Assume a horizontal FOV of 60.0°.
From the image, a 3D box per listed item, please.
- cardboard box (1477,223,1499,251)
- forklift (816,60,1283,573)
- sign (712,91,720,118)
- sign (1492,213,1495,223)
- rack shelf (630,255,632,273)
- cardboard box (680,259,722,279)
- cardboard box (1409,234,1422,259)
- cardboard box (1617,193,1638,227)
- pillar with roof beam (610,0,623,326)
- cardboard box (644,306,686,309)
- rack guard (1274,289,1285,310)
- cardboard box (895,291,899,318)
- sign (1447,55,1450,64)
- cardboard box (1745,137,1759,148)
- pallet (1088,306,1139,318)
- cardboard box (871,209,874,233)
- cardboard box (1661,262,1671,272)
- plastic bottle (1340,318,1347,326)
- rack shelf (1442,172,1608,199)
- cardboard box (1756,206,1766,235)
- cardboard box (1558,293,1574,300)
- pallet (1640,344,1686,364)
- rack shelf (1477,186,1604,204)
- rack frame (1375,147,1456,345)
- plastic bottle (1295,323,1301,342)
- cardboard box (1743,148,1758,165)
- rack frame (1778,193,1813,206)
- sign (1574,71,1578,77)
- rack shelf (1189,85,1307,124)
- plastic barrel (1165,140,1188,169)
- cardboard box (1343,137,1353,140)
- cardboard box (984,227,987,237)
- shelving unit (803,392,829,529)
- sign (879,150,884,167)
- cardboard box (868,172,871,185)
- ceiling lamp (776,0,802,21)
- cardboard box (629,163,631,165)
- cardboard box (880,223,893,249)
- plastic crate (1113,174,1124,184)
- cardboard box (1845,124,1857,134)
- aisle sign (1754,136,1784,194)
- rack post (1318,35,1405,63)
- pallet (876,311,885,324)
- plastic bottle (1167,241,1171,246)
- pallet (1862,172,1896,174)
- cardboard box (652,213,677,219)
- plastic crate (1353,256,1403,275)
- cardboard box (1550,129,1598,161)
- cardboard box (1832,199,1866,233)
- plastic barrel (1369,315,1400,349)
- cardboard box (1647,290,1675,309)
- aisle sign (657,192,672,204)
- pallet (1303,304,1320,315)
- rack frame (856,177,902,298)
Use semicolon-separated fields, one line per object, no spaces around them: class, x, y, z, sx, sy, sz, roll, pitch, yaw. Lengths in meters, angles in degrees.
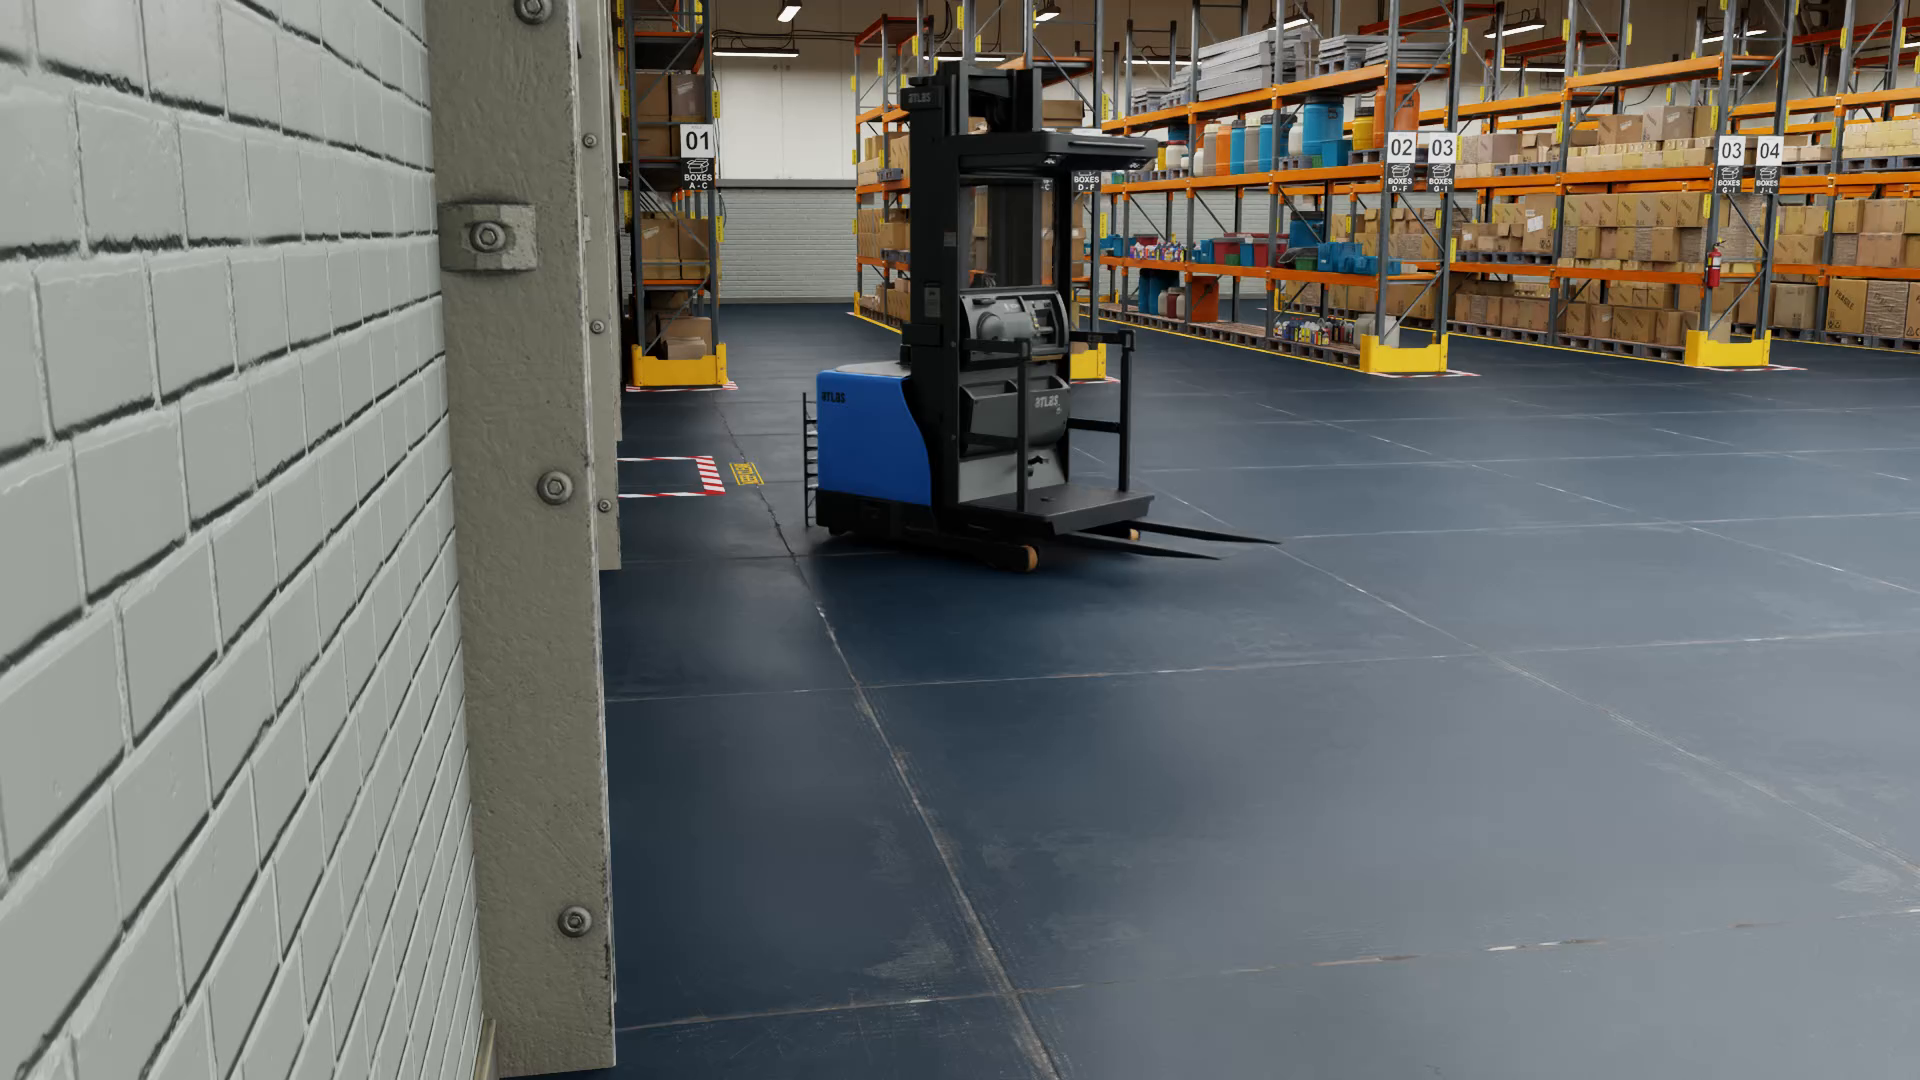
cardboard box;9.833;-5.504;30.200;0.700;0.500;0.500;0;11;-3
forklift;0.495;-1.356;9.985;3.031;2.935;1.130;10;14;41
sign;-3.006;-5.360;20.473;0.100;0.325;0.005;-2;11;-11
sign;10.012;-5.996;31.292;0.100;0.325;0.005;-2;11;-11
rack shelf;-6.261;-5.651;34.290;1.077;0.370;4.000;-2;11;-11
cardboard box;-3.322;-3.474;21.275;0.500;0.250;0.500;-2;11;-13
cardboard box;9.051;-5.667;32.180;0.500;0.500;0.500;-2;11;-12
cardboard box;10.401;-5.031;25.369;0.500;0.500;0.500;-2;11;-11
pillar with roof beam;-2.634;-8.838;33.066;9.100;9.000;0.548;-2;11;-11
cardboard box;-4.626;-3.386;25.973;0.700;0.500;0.500;-2;11;-12
rack guard;7.921;-5.688;39.246;1.175;0.500;0.348;-2;11;-11
cardboard box;-0.955;-4.520;31.930;0.500;0.500;0.500;-2;11;-10
sign;8.938;-8.908;30.507;0.100;0.325;0.005;-2;11;-11
cardboard box;11.211;-5.632;23.577;0.380;0.149;0.250;-2;11;-11
pallet;3.424;-4.986;36.328;1.003;0.211;1.213;-2;11;-11
cardboard box;-1.567;-6.629;34.559;0.500;0.500;0.500;-2;11;-11
cardboard box;10.599;-4.035;24.546;0.380;0.149;0.250;-2;11;-11
plastic bottle;5.909;-3.244;25.624;0.144;0.351;0.185;-2;11;-11
rack shelf;9.871;-6.198;29.139;1.077;0.370;4.000;-2;11;-11
cardboard box;14.745;-5.784;30.119;0.700;0.500;0.500;-2;11;-12
cardboard box;13.216;-5.338;36.427;0.380;0.149;0.250;-2;11;-10
pallet;10.900;-2.772;24.695;1.003;0.211;1.213;-2;11;-11
rack shelf;13.200;-7.827;37.699;1.077;0.370;4.000;-2;11;-11
rack frame;6.179;-3.797;22.625;1.000;3.000;0.127;-2;11;-11
plastic bottle;5.179;-3.183;25.486;0.061;0.283;0.133;-2;11;-8
cardboard box;11.198;-5.475;23.818;0.500;0.250;0.500;-2;11;-9
rack frame;18.425;-6.539;37.028;1.000;3.000;0.127;-2;11;-11
sign;13.053;-9.769;35.243;0.100;0.325;0.005;-2;11;-11
rack shelf;5.012;-7.295;27.950;1.077;0.370;4.000;-2;11;-11
plastic barrel;4.131;-7.331;31.681;0.433;0.535;0.433;0;11;0
cardboard box;8.527;-8.497;35.633;0.500;0.250;0.500;-3;11;-15
cardboard box;0.557;-4.522;24.428;0.380;0.149;0.250;-2;11;-12
shelving unit;-0.886;-0.542;11.136;0.258;0.900;0.210;6;12;29
sign;-1.545;-7.525;32.805;0.100;0.325;0.005;-2;11;-11
cardboard box;-1.655;-7.573;34.843;0.500;0.250;0.500;-2;11;-11
ceiling lamp;-2.958;-11.401;30.920;0.800;3.185;2.000;-2;11;-11
cardboard box;-4.372;-5.508;23.267;0.500;0.500;0.500;-2;11;-9
cardboard box;-1.141;-5.979;32.697;0.700;0.500;0.500;-6;12;-30
plastic crate;3.466;-7.434;34.278;0.450;0.188;0.662;-2;11;-11
cardboard box;14.882;-6.791;27.480;0.380;0.149;0.250;-2;11;-10
aisle sign;11.344;-5.254;23.326;0.394;0.787;0.004;-2;11;-11
rack post;5.772;-7.061;23.932;0.937;0.300;0.954;-2;11;-12
pallet;-1.147;-4.575;34.168;1.003;0.211;1.213;-2;11;-11
plastic bottle;4.204;-5.812;33.342;0.144;0.351;0.185;-2;11;-11
pallet;19.025;-7.302;33.521;1.213;0.211;1.003;-2;11;-8
cardboard box;-4.921;-5.367;27.696;0.380;0.149;0.250;-4;12;-21
plastic crate;5.788;-3.805;23.064;0.499;0.251;0.616;-2;11;-11
cardboard box;10.265;-6.531;27.568;0.797;0.503;0.637;-3;11;-14
cardboard box;15.183;-5.408;27.799;0.875;0.550;0.550;-2;11;-11
plastic barrel;5.976;-2.899;23.438;0.421;0.512;0.421;0;11;0
cardboard box;13.982;-4.696;32.909;0.500;0.500;0.500;-2;11;-11
aisle sign;-6.370;-7.673;36.033;0.394;0.787;0.004;-2;11;-11
pallet;8.392;-5.175;37.321;1.003;0.211;1.213;-2;11;-11
rack frame;-1.792;-6.552;37.100;1.000;3.000;0.127;-2;11;-11
